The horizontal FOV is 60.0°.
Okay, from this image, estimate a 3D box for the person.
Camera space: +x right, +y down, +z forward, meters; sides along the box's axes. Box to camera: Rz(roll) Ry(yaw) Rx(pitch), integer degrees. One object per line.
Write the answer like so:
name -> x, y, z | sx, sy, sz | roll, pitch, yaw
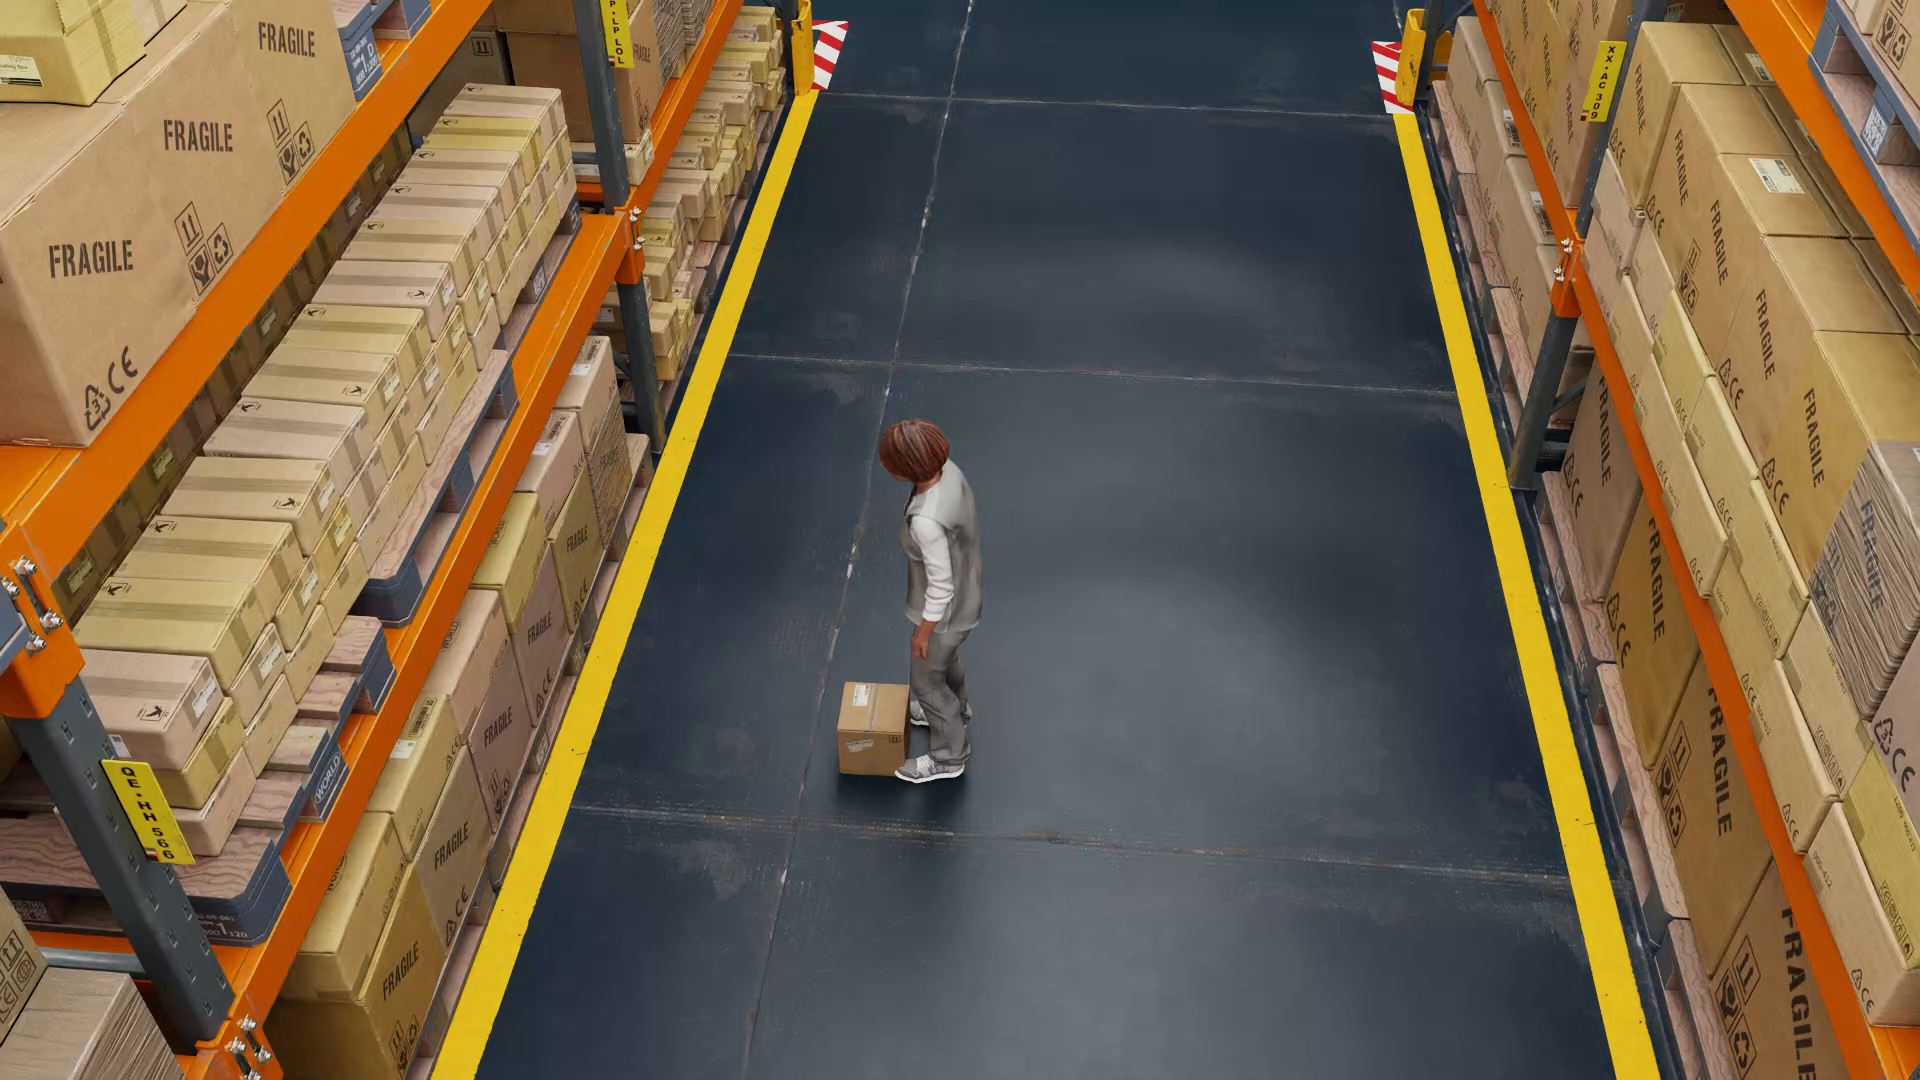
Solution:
person -> -0.087, 0.220, 5.909 | 0.349, 1.592, 0.466 | 3, 41, 3
